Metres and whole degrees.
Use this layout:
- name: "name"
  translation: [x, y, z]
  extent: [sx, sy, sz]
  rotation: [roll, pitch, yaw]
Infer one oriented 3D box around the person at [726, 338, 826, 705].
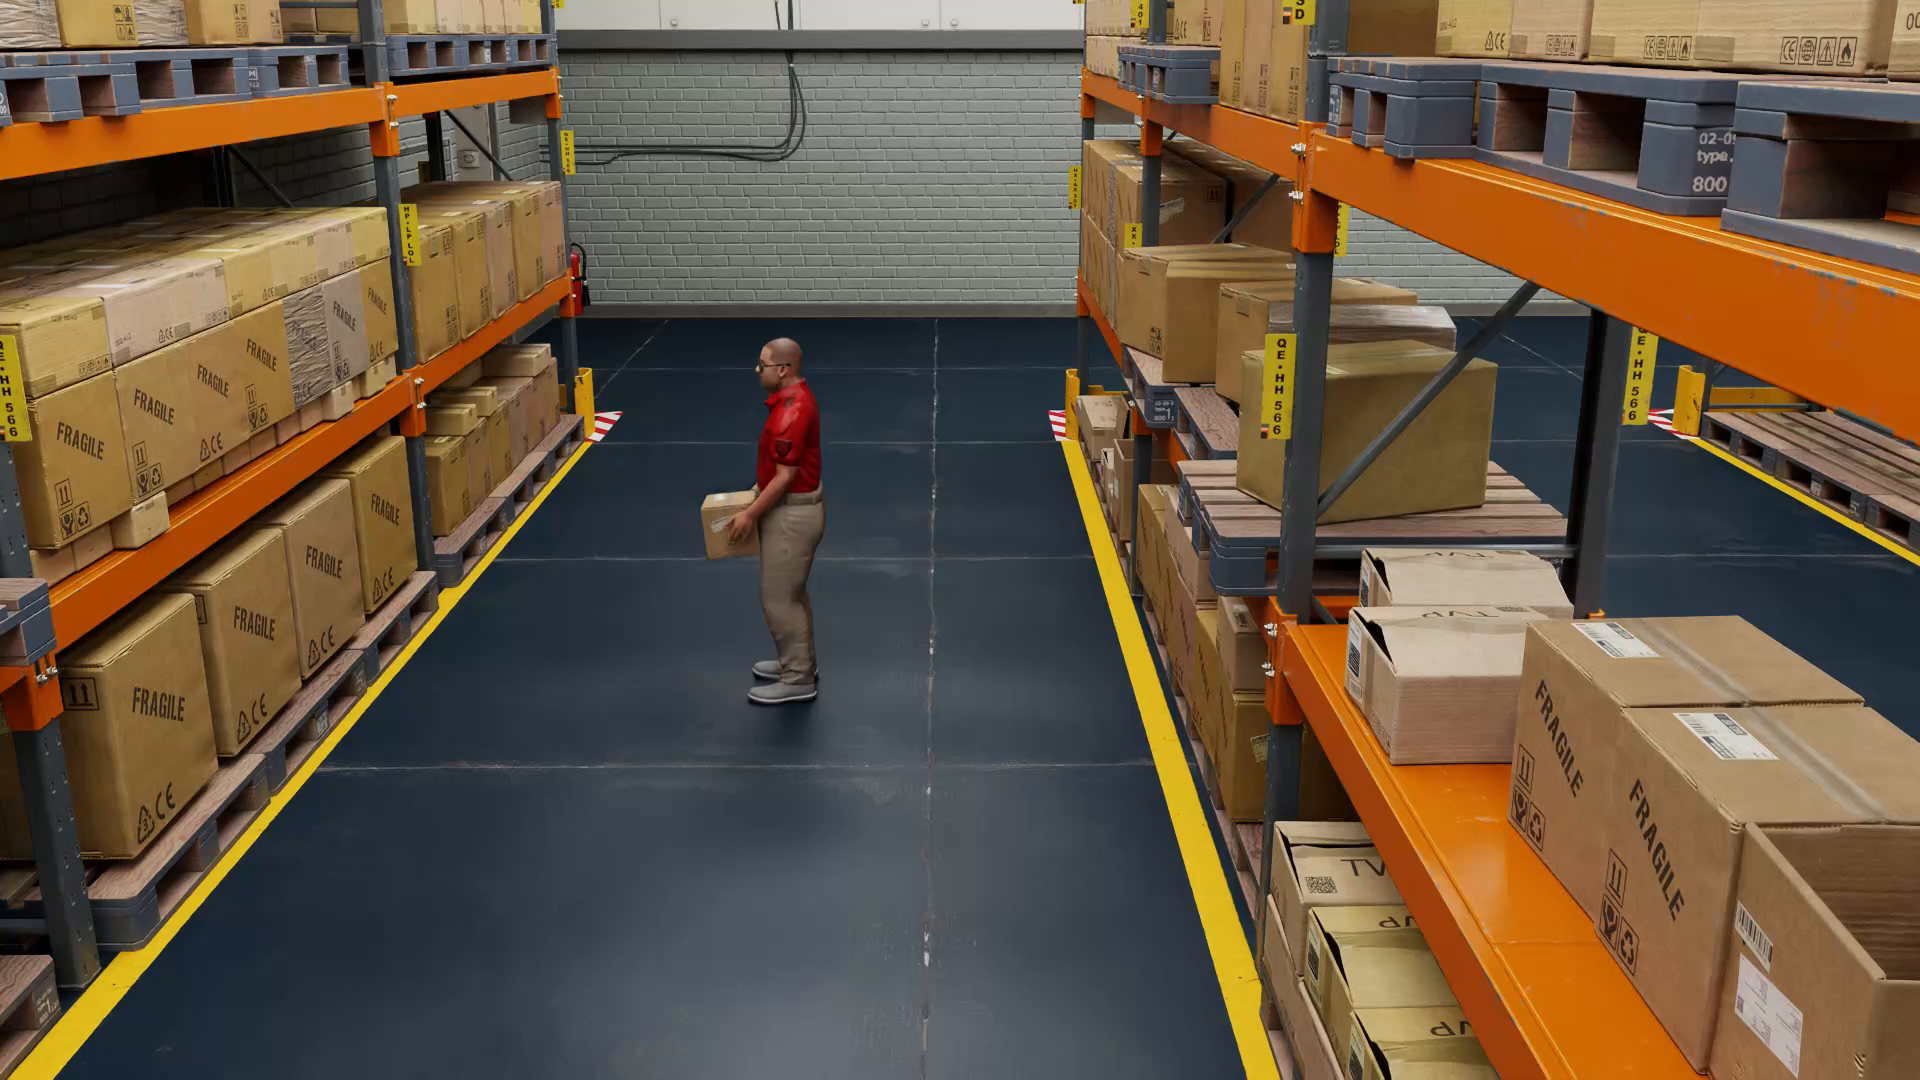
- name: "person"
  translation: [-0.866, -0.099, 7.879]
  extent: [0.458, 1.733, 0.533]
  rotation: [0, 17, -2]
